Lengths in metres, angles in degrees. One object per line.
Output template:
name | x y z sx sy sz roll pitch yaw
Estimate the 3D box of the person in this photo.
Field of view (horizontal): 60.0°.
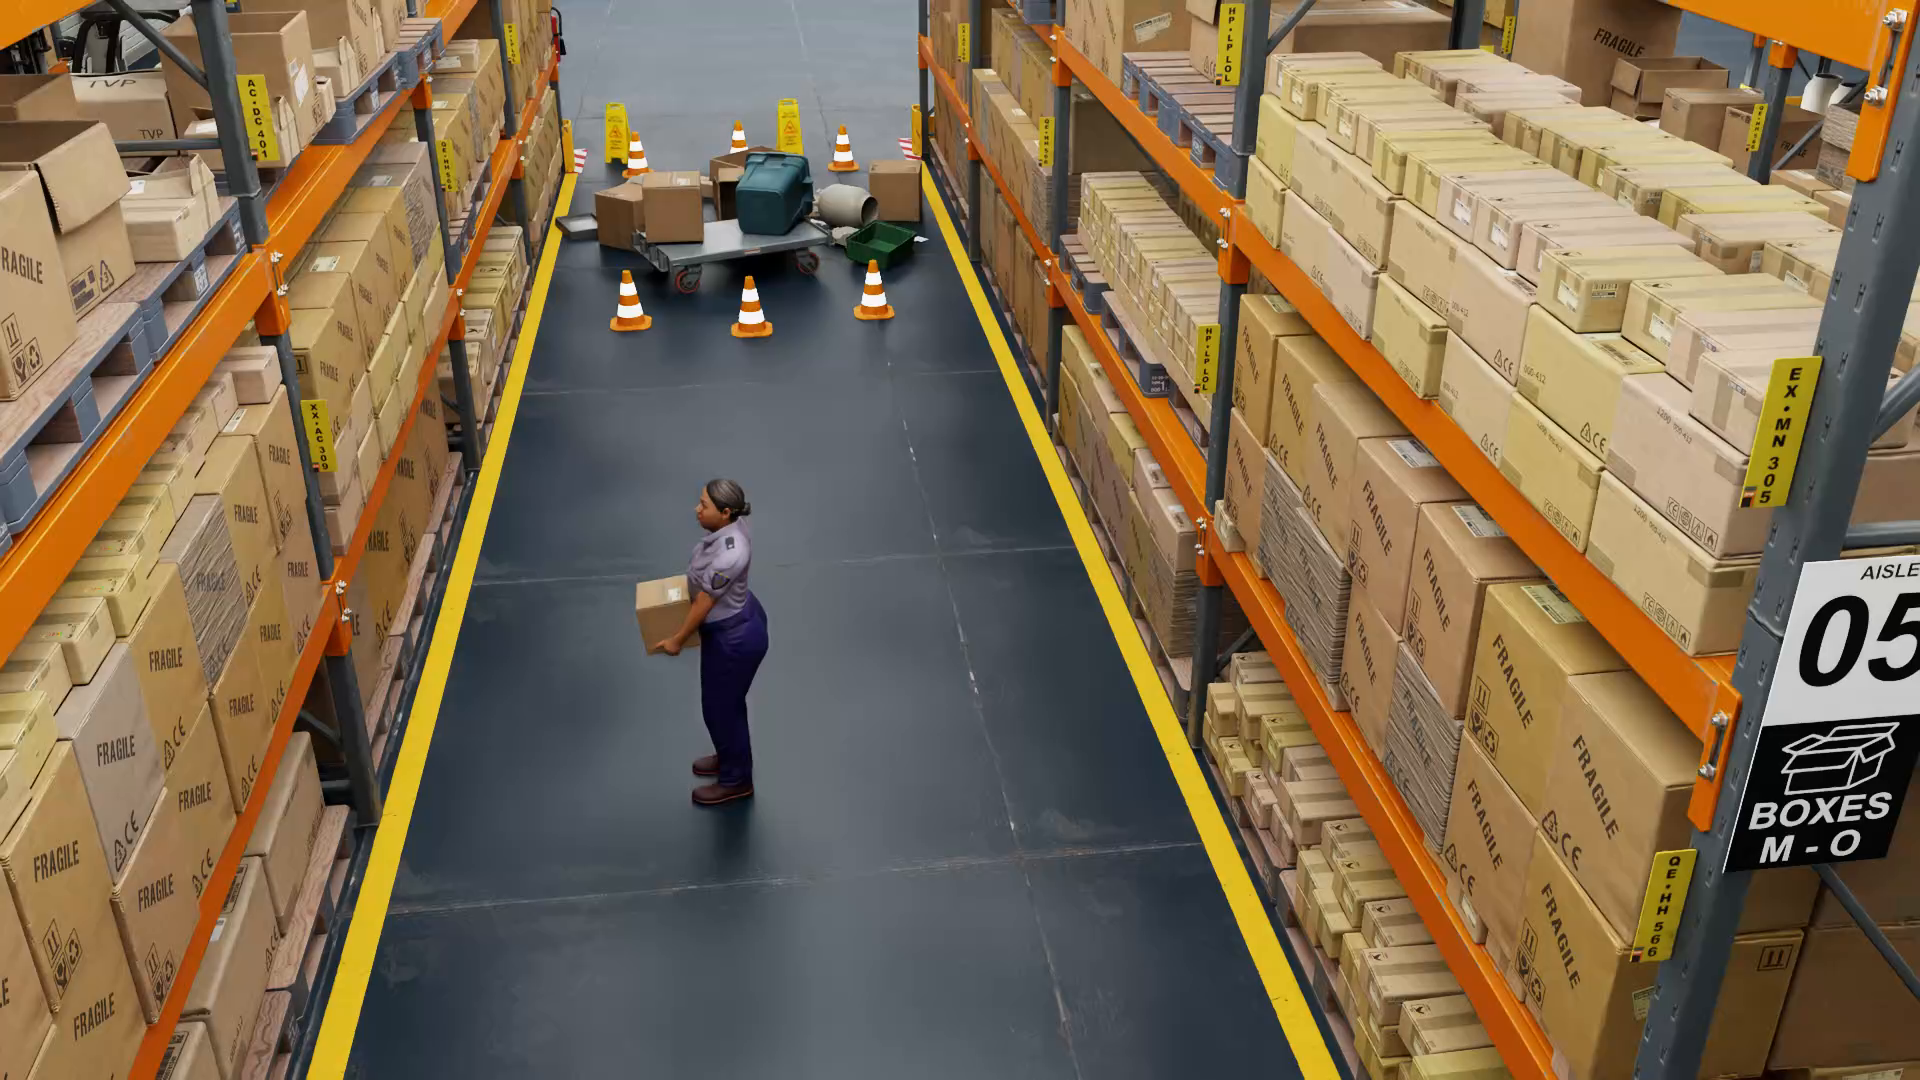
person | -1.173 0.464 7.746 0.497 1.647 0.435 -4 28 -8
